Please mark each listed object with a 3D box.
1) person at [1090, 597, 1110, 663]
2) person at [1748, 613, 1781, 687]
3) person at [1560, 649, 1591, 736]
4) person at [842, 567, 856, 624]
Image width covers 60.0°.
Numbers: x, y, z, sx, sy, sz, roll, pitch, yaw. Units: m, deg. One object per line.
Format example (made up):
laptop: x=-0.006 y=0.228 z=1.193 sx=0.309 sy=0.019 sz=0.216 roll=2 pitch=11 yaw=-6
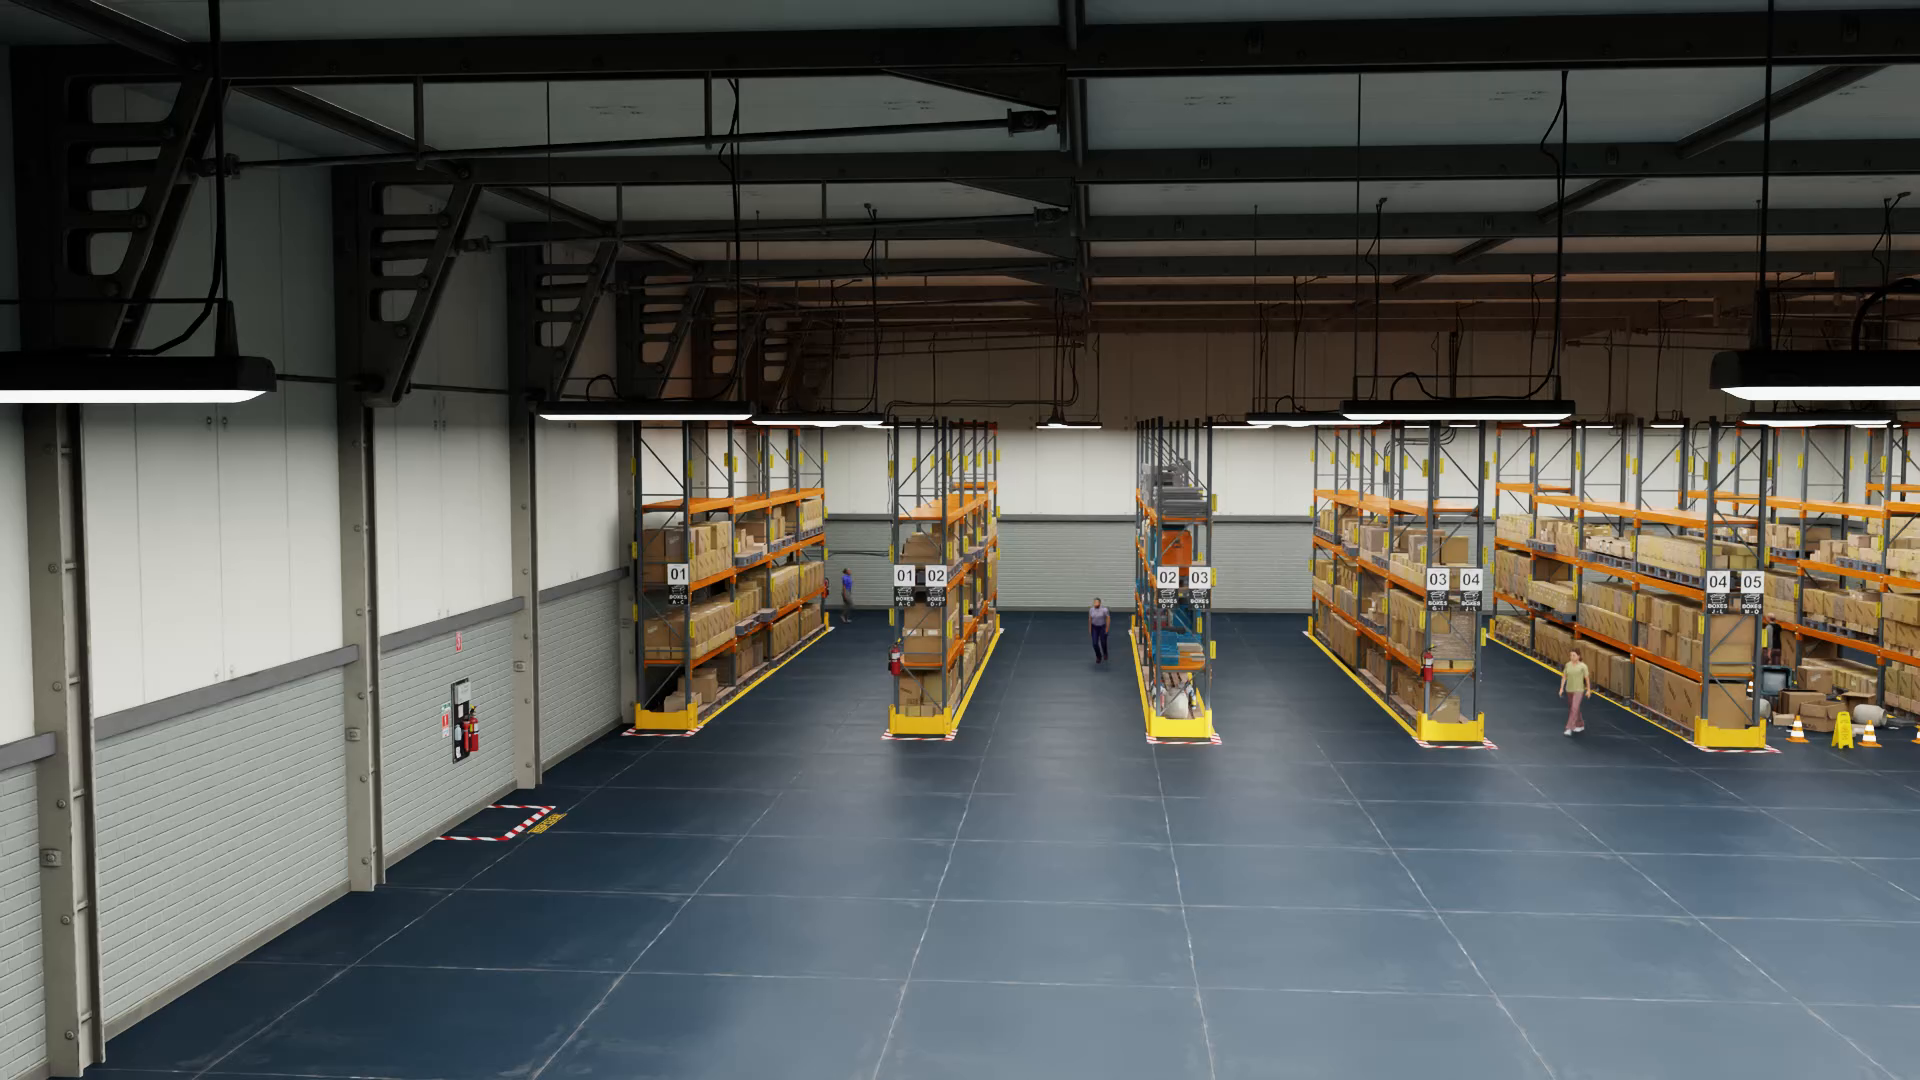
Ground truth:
person: x=3.488 y=2.217 z=41.325 sx=0.535 sy=1.640 sz=0.519 roll=2 pitch=4 yaw=23
person: x=17.961 y=2.464 z=36.880 sx=0.506 sy=1.700 sz=0.862 roll=-1 pitch=4 yaw=-9
person: x=11.543 y=2.852 z=31.343 sx=1.036 sy=1.610 sz=0.470 roll=-3 pitch=5 yaw=-34
person: x=-3.307 y=1.658 z=49.705 sx=0.439 sy=1.689 sz=0.464 roll=0 pitch=4 yaw=-1
